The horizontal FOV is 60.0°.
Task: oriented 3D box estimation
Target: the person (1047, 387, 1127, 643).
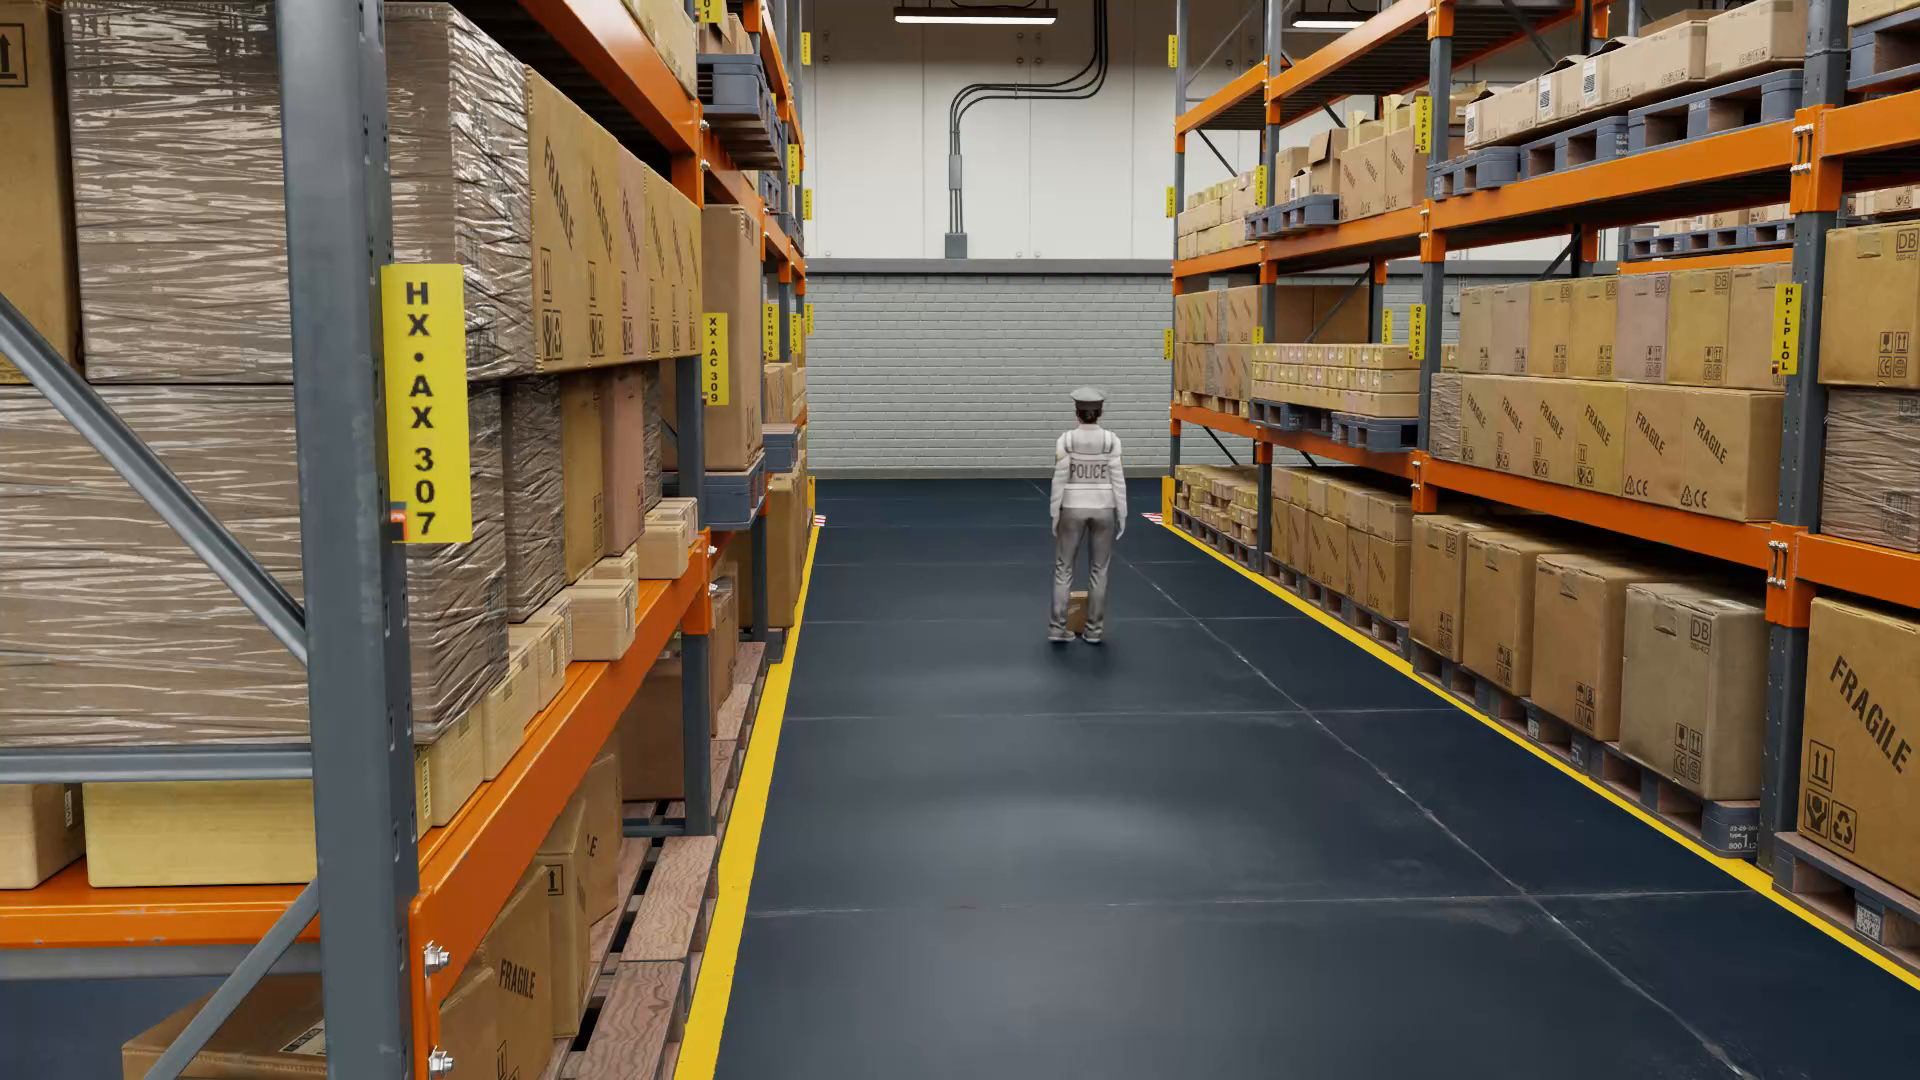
[{"bbox_3d":[0.836,-0.158,10.934,0.521,1.688,0.343,0,7,0],"label":"person"}]
